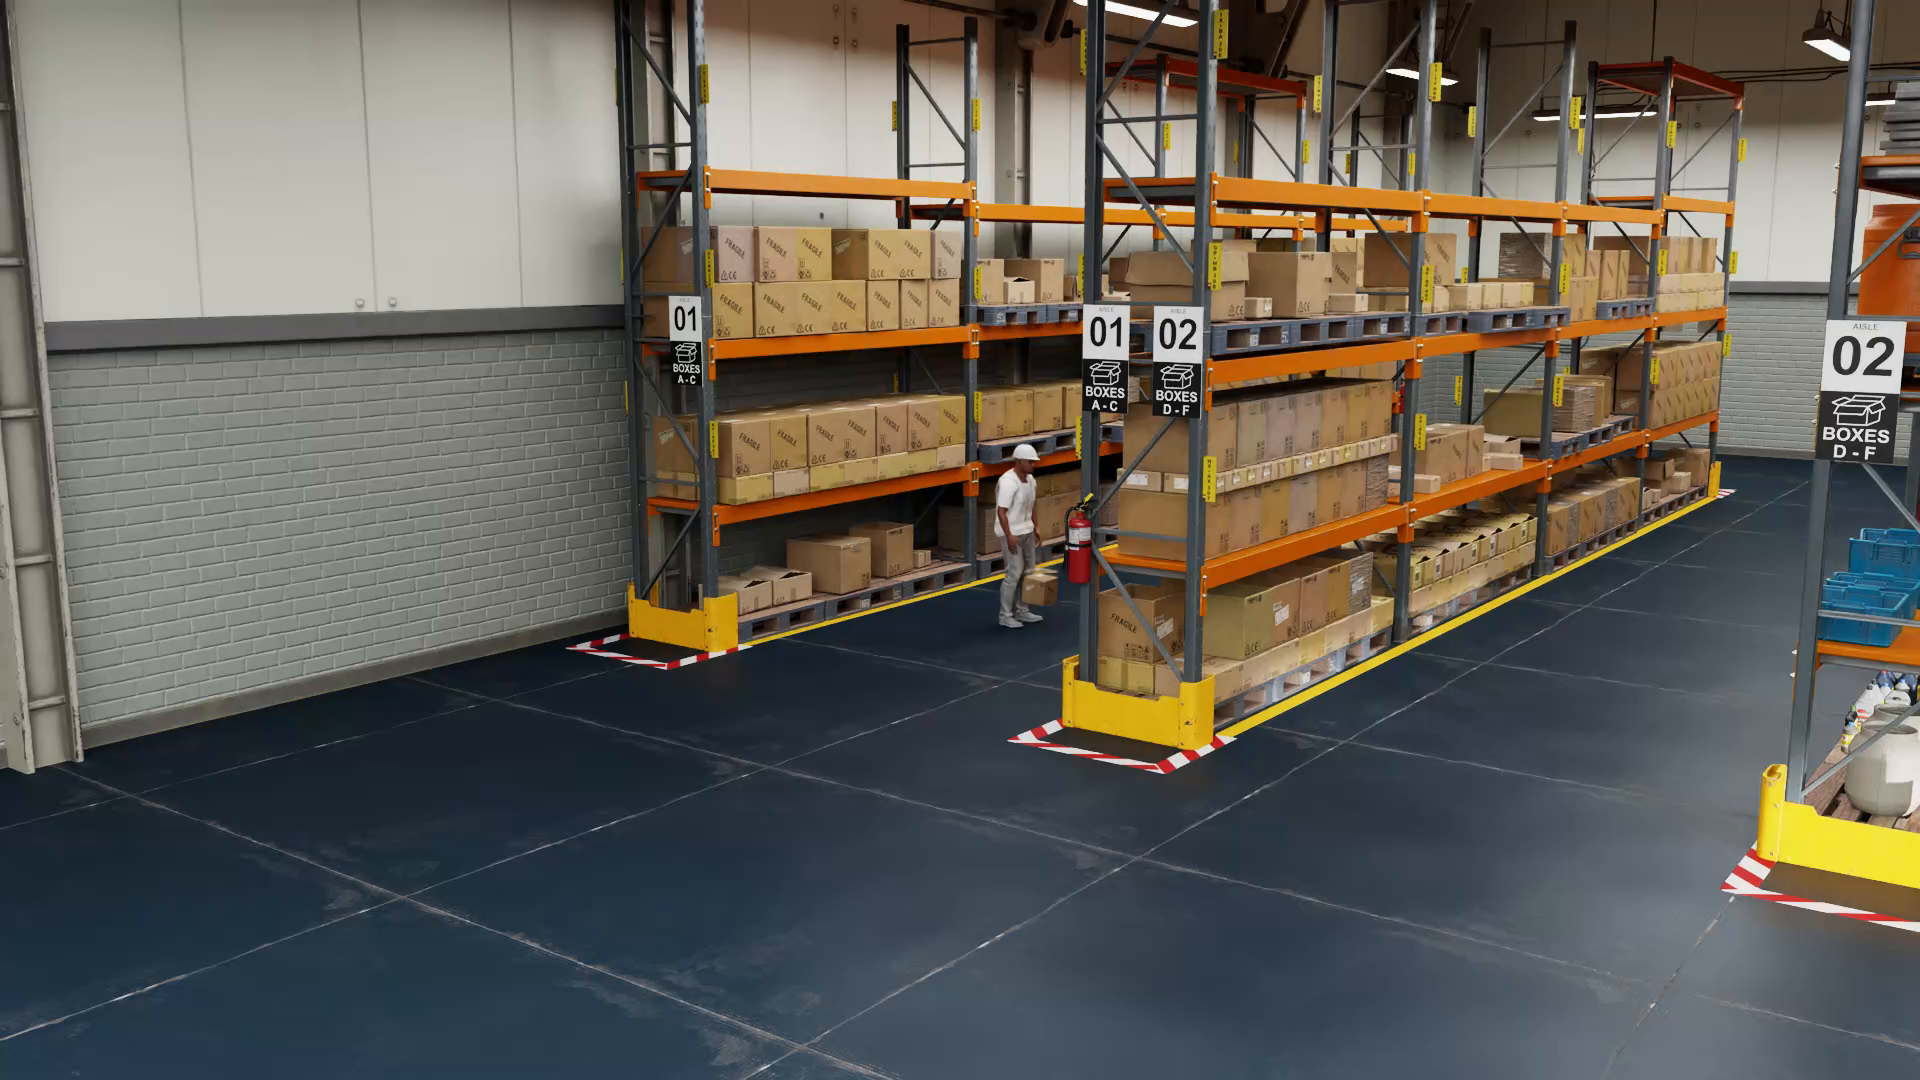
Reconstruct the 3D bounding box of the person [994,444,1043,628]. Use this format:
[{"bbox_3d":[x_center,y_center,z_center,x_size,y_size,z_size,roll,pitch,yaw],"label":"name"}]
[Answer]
[{"bbox_3d":[0.575,-0.055,16.153,0.435,1.763,0.597,7,12,34],"label":"person"}]
